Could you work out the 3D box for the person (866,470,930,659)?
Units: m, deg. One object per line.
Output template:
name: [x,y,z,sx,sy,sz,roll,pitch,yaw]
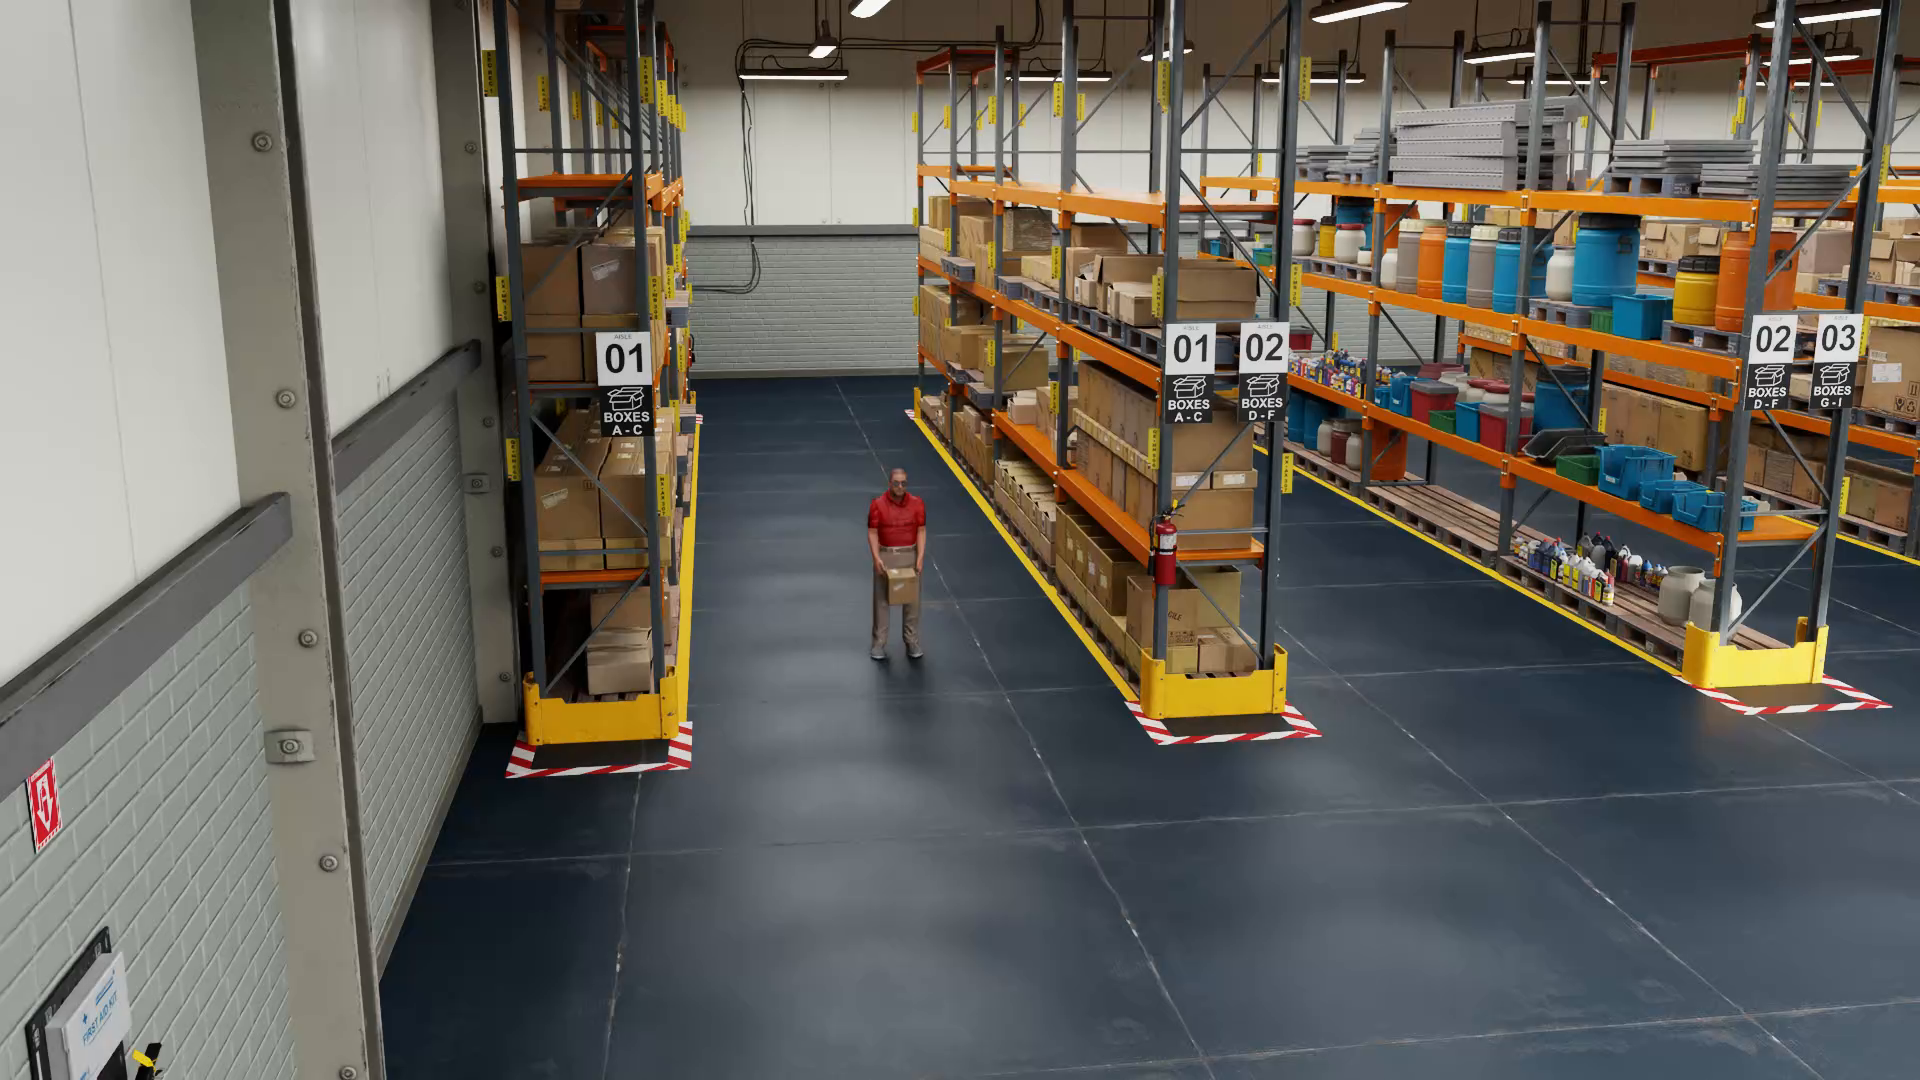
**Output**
person: [-0.561,0.202,15.142,0.590,1.726,0.388,-2,13,-9]
